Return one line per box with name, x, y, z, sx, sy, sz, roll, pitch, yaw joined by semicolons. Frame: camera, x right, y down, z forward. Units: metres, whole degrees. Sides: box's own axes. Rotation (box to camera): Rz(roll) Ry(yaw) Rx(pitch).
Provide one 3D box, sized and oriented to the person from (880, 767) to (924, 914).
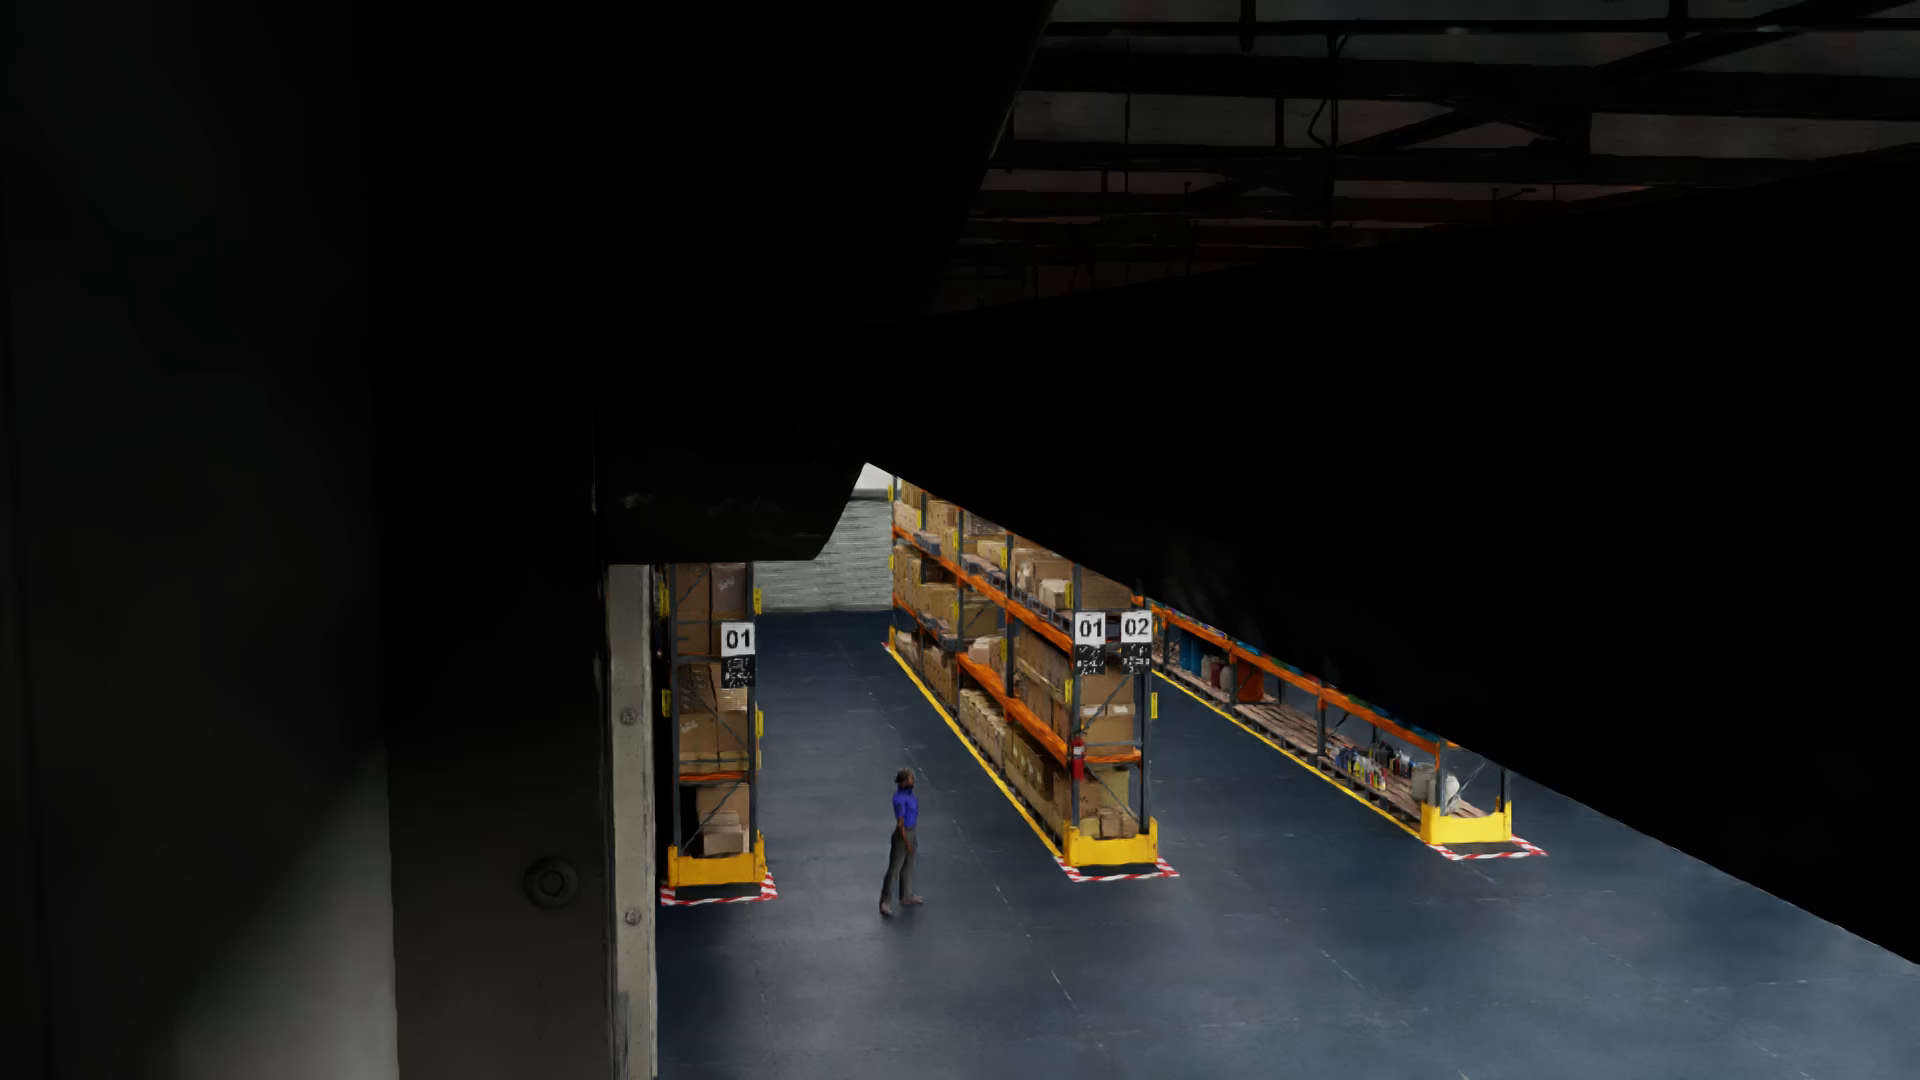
person;-0.690;3.439;19.173;0.426;1.658;0.650;2;6;16
